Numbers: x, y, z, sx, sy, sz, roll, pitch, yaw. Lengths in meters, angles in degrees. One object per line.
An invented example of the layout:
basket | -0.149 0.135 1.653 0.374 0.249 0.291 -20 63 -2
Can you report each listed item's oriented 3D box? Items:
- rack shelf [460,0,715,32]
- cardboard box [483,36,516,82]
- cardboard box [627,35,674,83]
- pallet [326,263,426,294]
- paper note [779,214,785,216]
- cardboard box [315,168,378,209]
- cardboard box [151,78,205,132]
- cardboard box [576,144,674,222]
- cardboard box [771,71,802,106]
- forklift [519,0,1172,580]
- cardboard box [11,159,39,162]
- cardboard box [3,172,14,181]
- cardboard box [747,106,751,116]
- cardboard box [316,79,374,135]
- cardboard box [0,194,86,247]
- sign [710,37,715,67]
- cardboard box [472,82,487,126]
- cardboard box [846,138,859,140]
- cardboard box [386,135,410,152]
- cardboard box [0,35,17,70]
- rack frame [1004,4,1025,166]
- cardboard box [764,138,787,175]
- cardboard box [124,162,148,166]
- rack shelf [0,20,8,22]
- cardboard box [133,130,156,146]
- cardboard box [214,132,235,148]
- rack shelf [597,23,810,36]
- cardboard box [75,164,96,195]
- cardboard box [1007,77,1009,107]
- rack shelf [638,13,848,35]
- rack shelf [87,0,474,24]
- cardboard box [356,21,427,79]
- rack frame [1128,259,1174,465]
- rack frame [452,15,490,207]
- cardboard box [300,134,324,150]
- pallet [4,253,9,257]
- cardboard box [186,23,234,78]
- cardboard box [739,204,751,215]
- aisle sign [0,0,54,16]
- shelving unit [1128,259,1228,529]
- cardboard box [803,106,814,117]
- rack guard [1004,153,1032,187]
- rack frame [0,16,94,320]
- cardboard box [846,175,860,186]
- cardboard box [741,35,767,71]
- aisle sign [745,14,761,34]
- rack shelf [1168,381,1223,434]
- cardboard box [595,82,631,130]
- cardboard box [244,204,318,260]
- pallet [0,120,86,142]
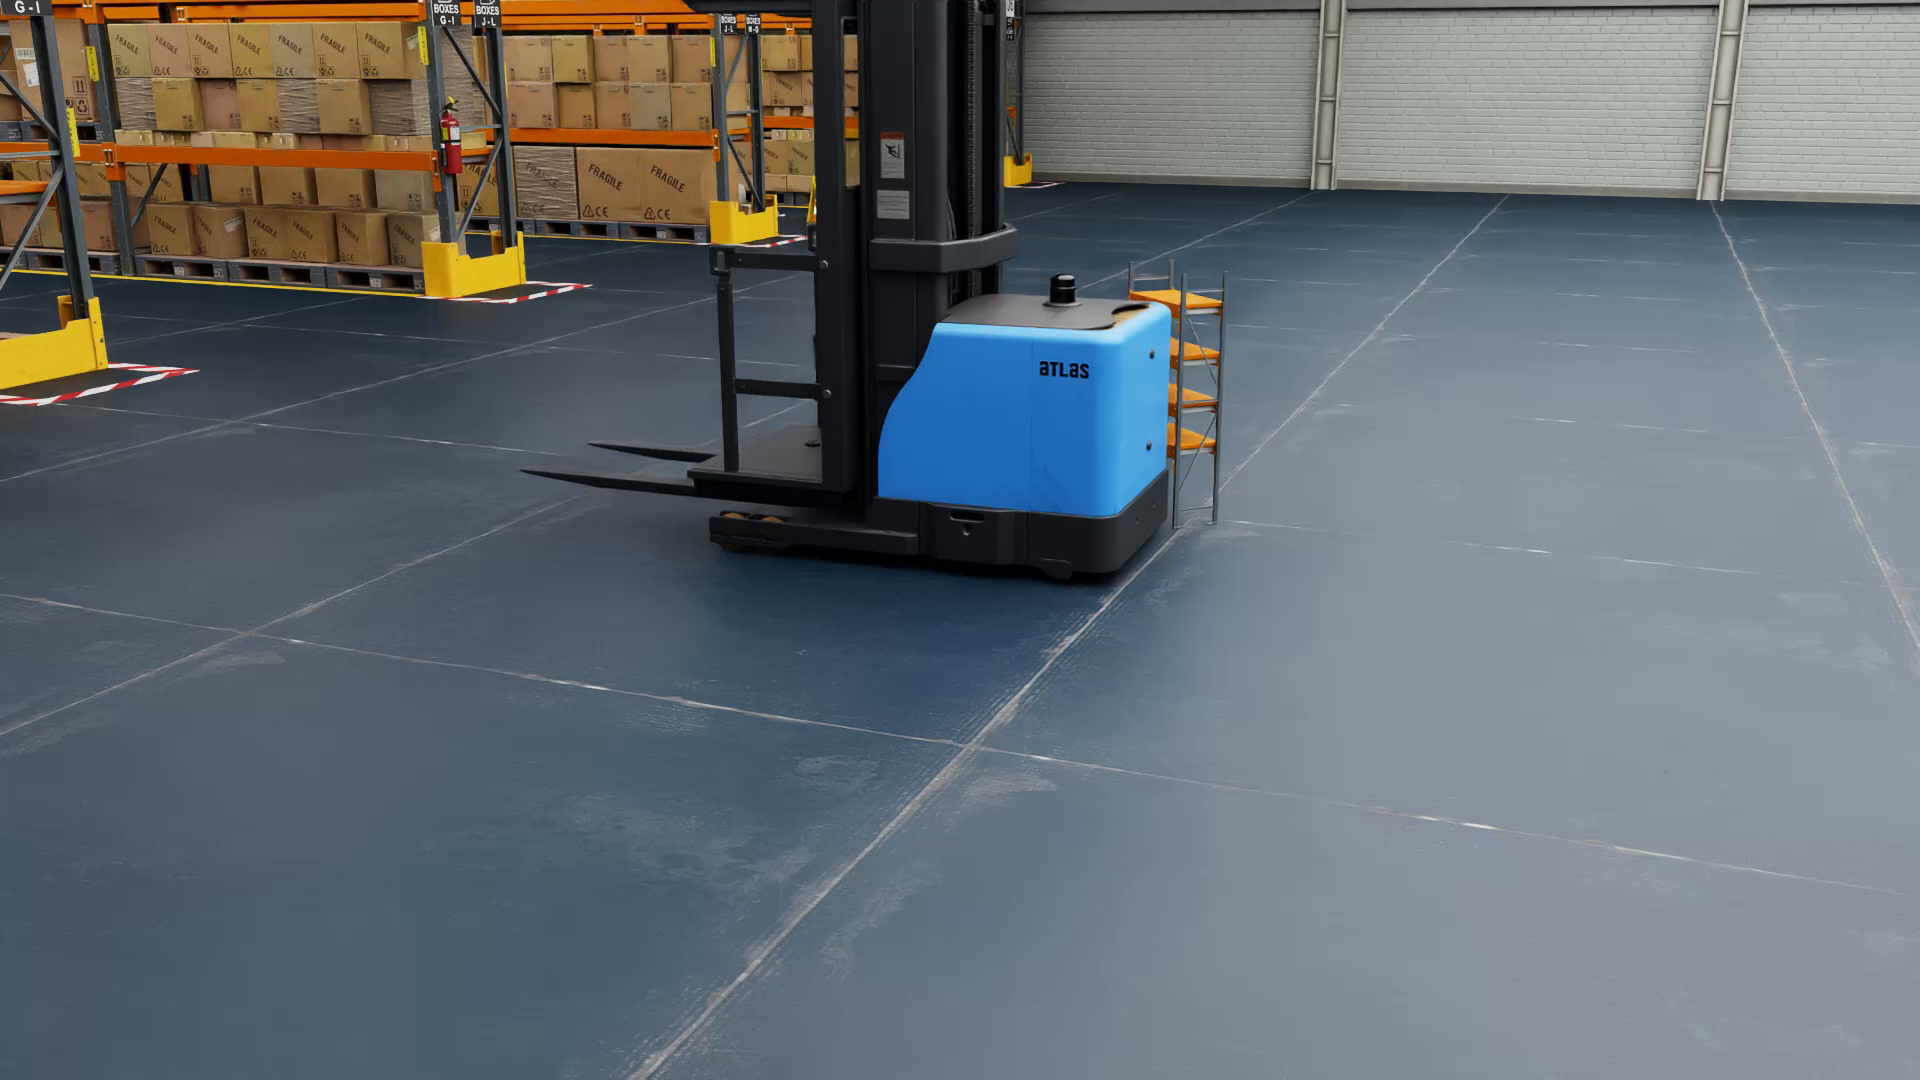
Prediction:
rack shelf | -4.507 -6.413 20.295 4.000 0.370 1.077 6 17 21
cardboard box | -5.483 -6.041 20.895 0.550 0.550 0.875 6 17 21
cardboard box | -3.523 -5.785 20.013 0.550 0.550 0.875 6 17 21
pallet | -5.374 -2.598 16.246 1.213 0.211 1.003 6 17 21
paper note | -2.534 -4.562 23.334 0.142 0.019 0.148 0 16 1
cardboard box | -7.874 -4.784 22.054 0.750 0.750 1.050 6 17 21
cardboard box | -7.434 -4.315 16.445 0.500 0.500 0.875 6 17 21
cardboard box | -4.121 -4.437 20.634 0.875 0.875 0.875 6 17 20
cardboard box | -2.459 -6.687 24.615 0.500 0.500 0.500 6 17 20
forklift | -0.601 -1.474 7.495 3.031 2.935 1.130 6 17 19
cardboard box | -13.219 -5.558 23.825 0.500 0.250 0.500 5 17 18
cardboard box | -14.030 -5.437 24.847 0.250 0.149 0.380 7 18 23
cardboard box | -3.039 -6.429 24.890 0.250 0.149 0.380 6 17 20
cardboard box | -5.571 -4.112 15.744 0.500 0.500 0.875 6 17 21
cardboard box | -9.802 -3.437 17.826 0.500 0.500 0.700 5 17 16
sign | -2.859 -5.644 19.233 0.005 0.325 0.100 6 17 21
cardboard box | -6.020 -5.560 21.177 0.550 0.550 0.875 6 17 21
cardboard box | -1.596 -5.806 25.125 0.500 0.500 0.500 6 17 19
cardboard box | -5.134 -3.718 15.552 0.250 0.149 0.380 6 17 21
cardboard box | -14.140 -7.122 24.318 0.500 0.500 0.500 7 17 22
rack frame | 0.893 -7.695 28.801 0.127 3.000 1.000 6 17 21
cardboard box | -2.719 -5.769 25.000 0.500 0.500 0.500 6 17 19
cardboard box | -11.295 -5.344 23.087 0.500 0.250 0.500 7 17 21
rack shelf | -15.670 -7.641 24.523 4.000 0.370 1.077 6 17 21
cardboard box | -7.964 -3.997 16.513 0.250 0.149 0.380 6 17 21
cardboard box | -7.020 -3.905 16.194 0.250 0.149 0.380 6 17 21
rack shelf | -4.688 -9.404 30.598 4.000 0.370 1.077 6 17 21
cardboard box | -12.235 -5.094 23.571 0.500 0.500 0.500 7 17 22
cardboard box | 0.534 -7.866 29.210 0.500 0.500 0.500 7 18 22
rack shelf | -2.785 -7.707 24.752 4.000 0.370 1.077 6 17 21
rack shelf | -6.421 -5.137 15.899 4.000 0.370 1.077 6 17 21
cardboard box | -5.163 -4.501 15.290 0.500 0.500 0.500 6 17 21
rack frame | 0.921 -0.766 8.161 0.240 1.200 0.015 -7 18 -22
rack frame | -6.368 -5.523 21.317 0.127 3.000 1.000 6 17 21
cardboard box | -6.070 -3.816 15.889 0.250 0.149 0.380 6 17 21
pallet | -11.276 -3.236 18.443 1.213 0.211 1.003 6 17 21
cardboard box | -7.026 -4.704 15.990 0.500 0.500 0.500 6 17 21
cardboard box | -2.884 -4.649 23.420 0.380 0.149 0.250 -12 20 -37
aisle sign | -6.204 -3.870 10.961 0.004 0.787 0.394 6 17 21
shelving unit | 1.018 -0.704 7.946 0.258 1.200 0.503 -7 18 -22
cardboard box | -2.109 -6.317 24.505 0.250 0.149 0.380 7 17 22
rack guard | 0.916 -6.493 29.141 0.348 0.500 1.175 6 17 21
rack frame | -6.378 -2.553 11.087 0.127 3.000 1.000 6 17 21
cardboard box | -1.798 -5.304 24.743 0.500 0.250 0.500 6 17 20
cardboard box | -2.873 -7.241 24.728 0.500 0.500 0.700 6 17 20
aisle sign | -2.471 -6.433 19.788 0.004 0.787 0.394 6 17 21
rack shelf | 1.018 -0.639 7.964 0.258 0.148 0.480 -7 18 -22
cardboard box | -4.003 -5.352 20.461 0.550 0.550 0.875 6 17 21
cardboard box | -6.782 -3.097 16.691 0.500 0.500 0.500 5 17 16
pallet | -10.146 -4.372 17.697 1.213 0.211 1.003 6 17 21
